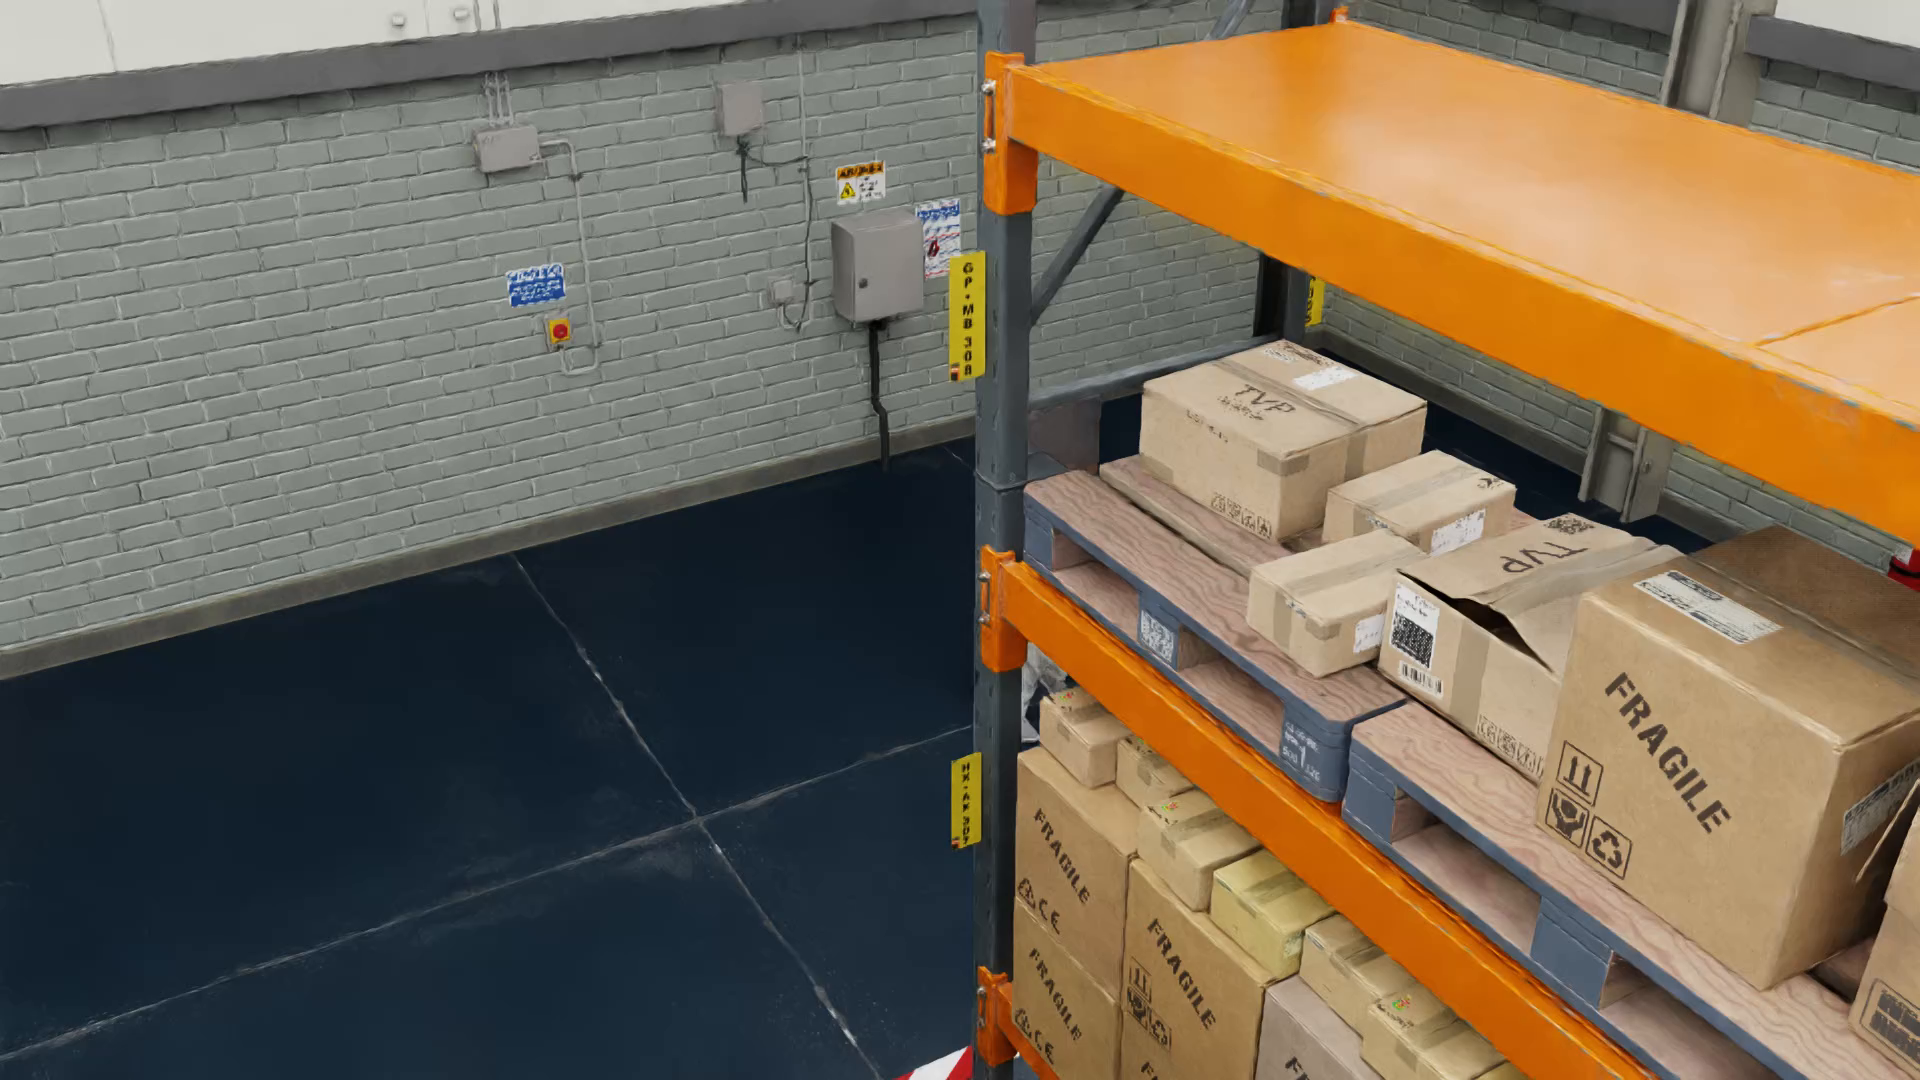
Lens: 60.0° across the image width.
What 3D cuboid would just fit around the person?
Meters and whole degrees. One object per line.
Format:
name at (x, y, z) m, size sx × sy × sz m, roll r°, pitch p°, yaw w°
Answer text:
person at (0.437, 0.172, 8.389) m, size 0.523 × 1.618 × 0.864 m, roll 17°, pitch 33°, yaw 27°
